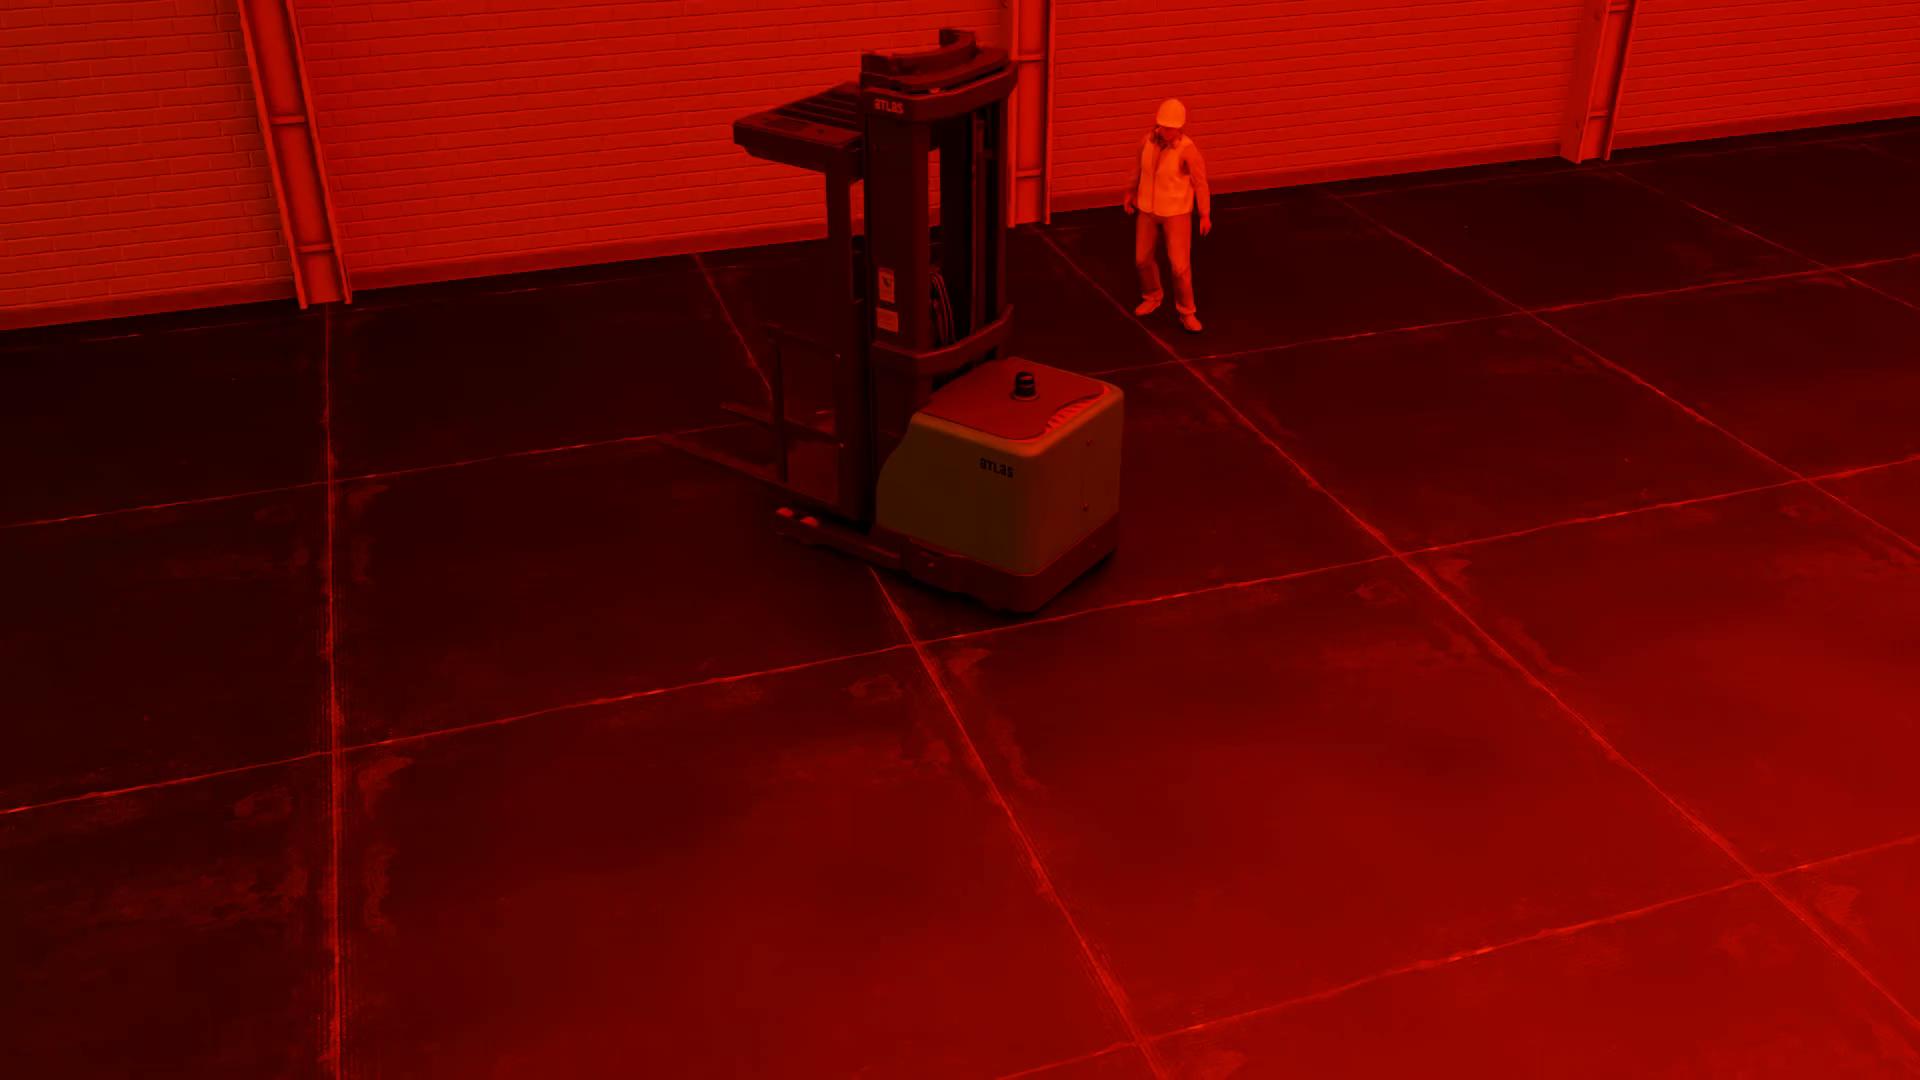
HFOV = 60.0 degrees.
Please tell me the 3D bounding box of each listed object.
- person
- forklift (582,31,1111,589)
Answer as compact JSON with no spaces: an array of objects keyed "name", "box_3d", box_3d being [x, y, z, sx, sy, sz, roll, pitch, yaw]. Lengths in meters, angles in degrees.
[{"name":"person","box_3d":[1.583,-2.543,12.690,0.736,1.752,0.426,14,33,22]},{"name":"forklift","box_3d":[-0.671,-1.255,9.269,3.031,2.935,1.130,0,30,0]}]
